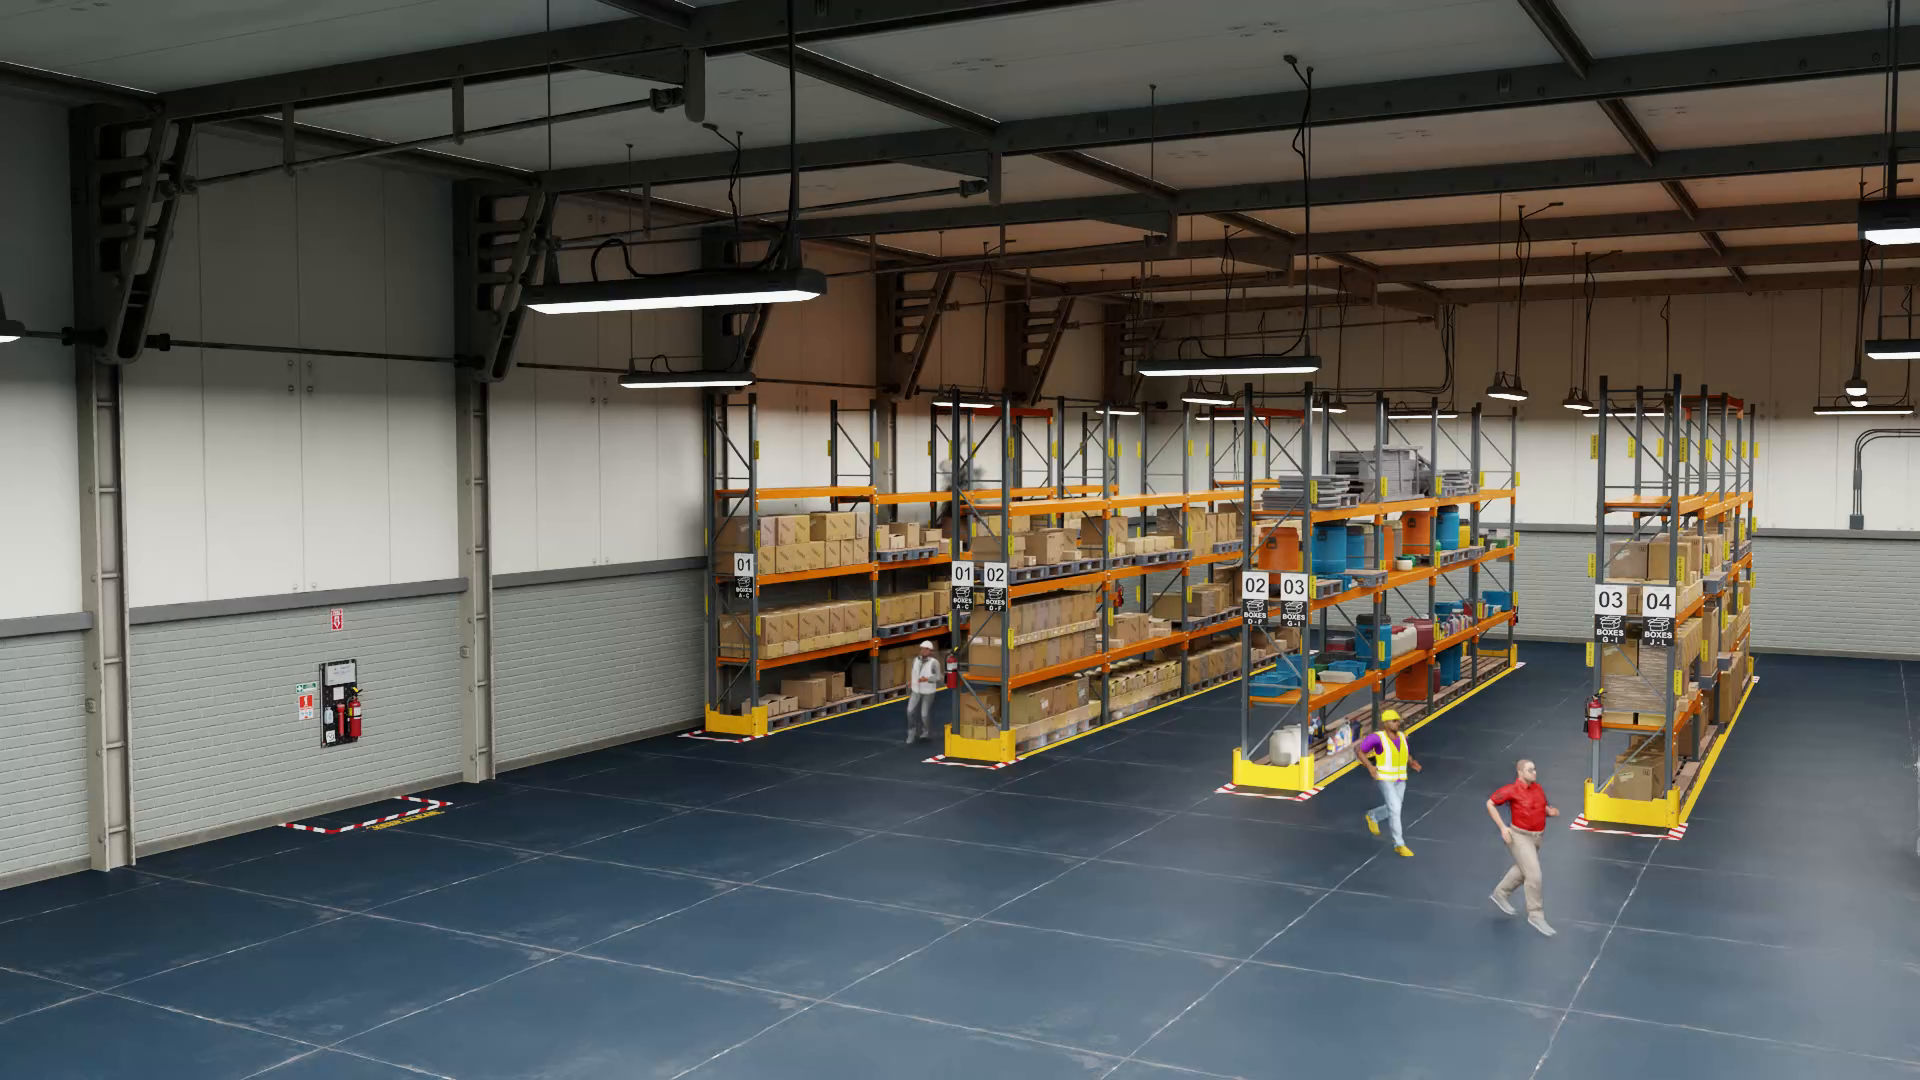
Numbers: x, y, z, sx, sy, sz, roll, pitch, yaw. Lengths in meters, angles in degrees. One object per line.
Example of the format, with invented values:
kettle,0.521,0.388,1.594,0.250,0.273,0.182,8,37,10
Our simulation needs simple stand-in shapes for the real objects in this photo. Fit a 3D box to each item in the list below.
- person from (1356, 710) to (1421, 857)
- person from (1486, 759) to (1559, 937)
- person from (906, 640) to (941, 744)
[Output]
person,5.369,3.003,20.818,0.699,1.766,0.933,-2,3,-27
person,5.939,3.186,17.473,0.646,1.769,0.870,-2,4,-38
person,-0.611,2.609,28.463,0.638,1.802,0.738,1,3,20
